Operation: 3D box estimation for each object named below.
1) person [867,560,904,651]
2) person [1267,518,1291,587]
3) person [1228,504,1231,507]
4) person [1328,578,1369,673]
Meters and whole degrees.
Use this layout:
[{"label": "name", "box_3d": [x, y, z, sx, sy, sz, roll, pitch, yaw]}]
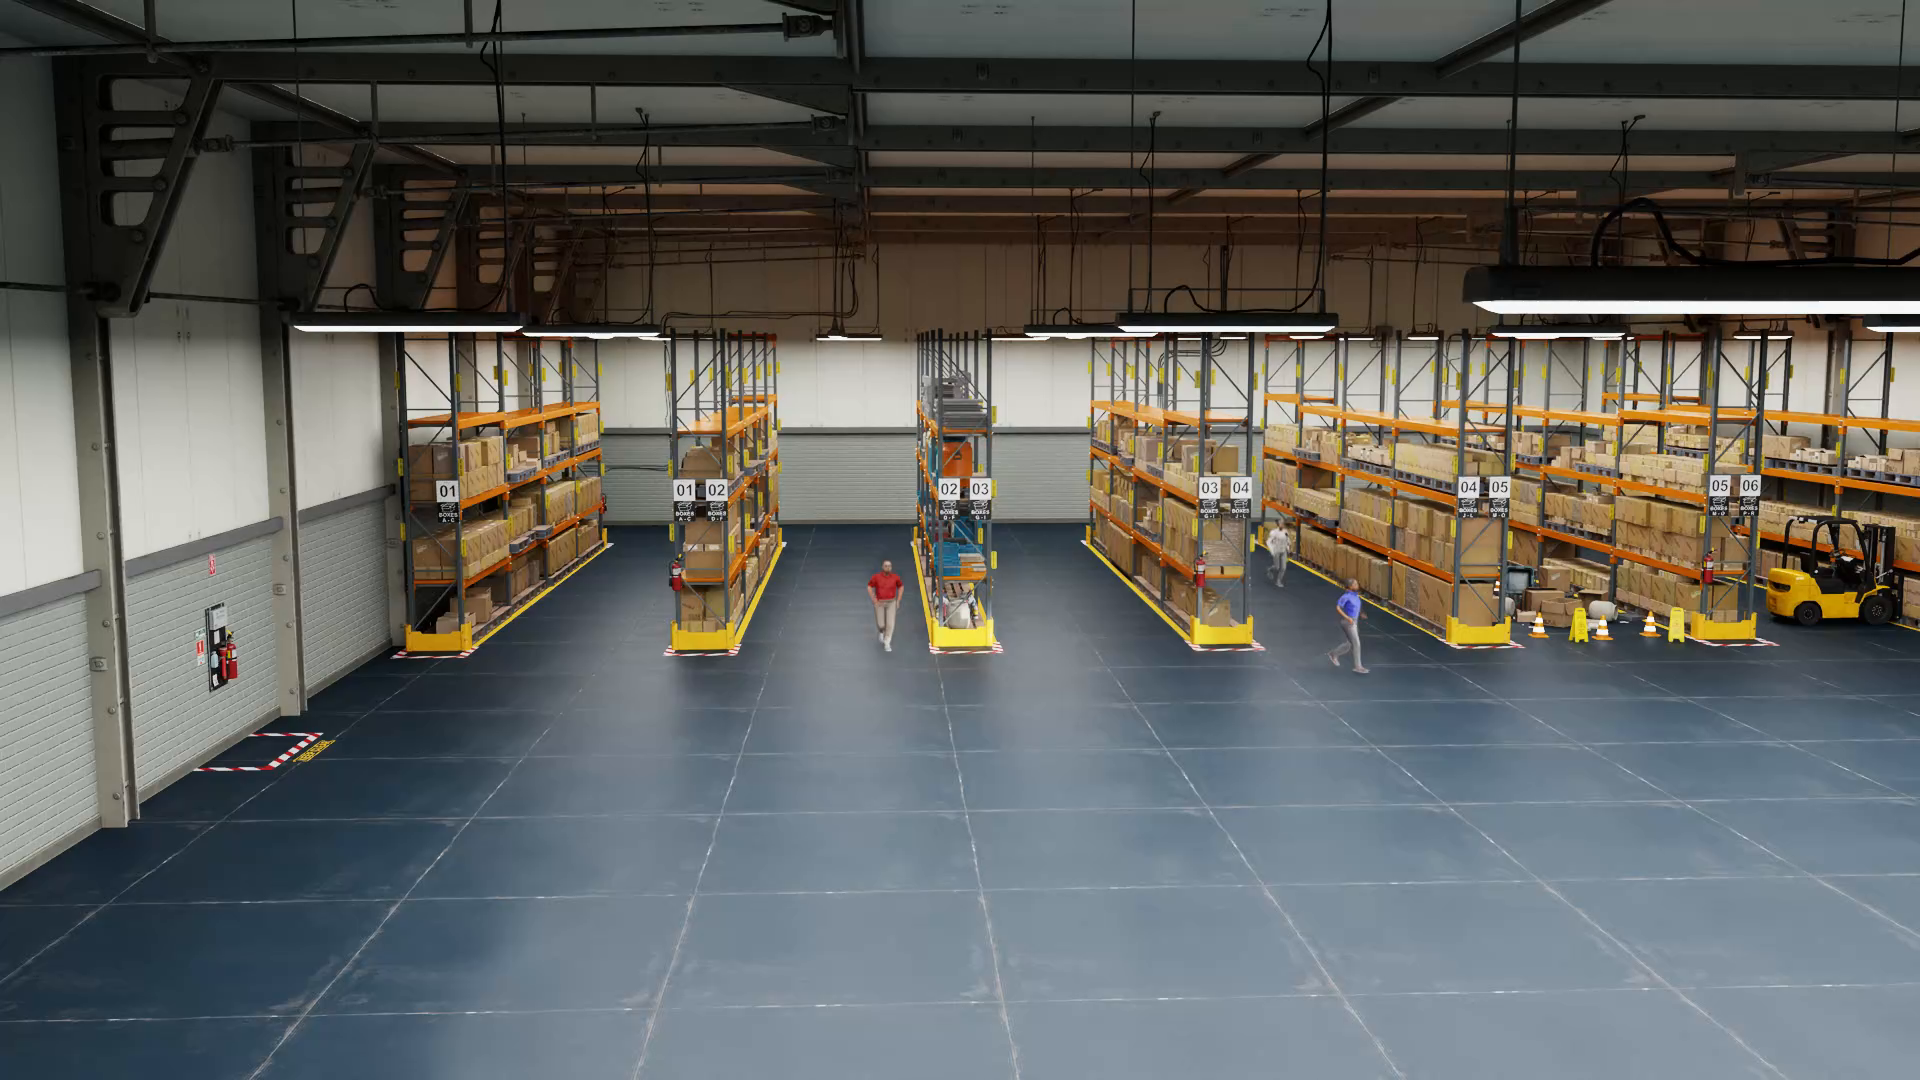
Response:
[{"label": "person", "box_3d": [-1.395, 1.225, 31.283, 0.688, 1.677, 0.579, -1, 7, -6]}, {"label": "person", "box_3d": [7.549, 0.270, 39.451, 0.603, 1.648, 0.593, -2, 7, -13]}, {"label": "person", "box_3d": [7.413, -0.735, 47.652, 0.782, 1.733, 0.779, 3, 7, 25]}, {"label": "person", "box_3d": [6.794, 1.483, 29.066, 0.789, 1.639, 0.545, 4, 8, 34]}]
